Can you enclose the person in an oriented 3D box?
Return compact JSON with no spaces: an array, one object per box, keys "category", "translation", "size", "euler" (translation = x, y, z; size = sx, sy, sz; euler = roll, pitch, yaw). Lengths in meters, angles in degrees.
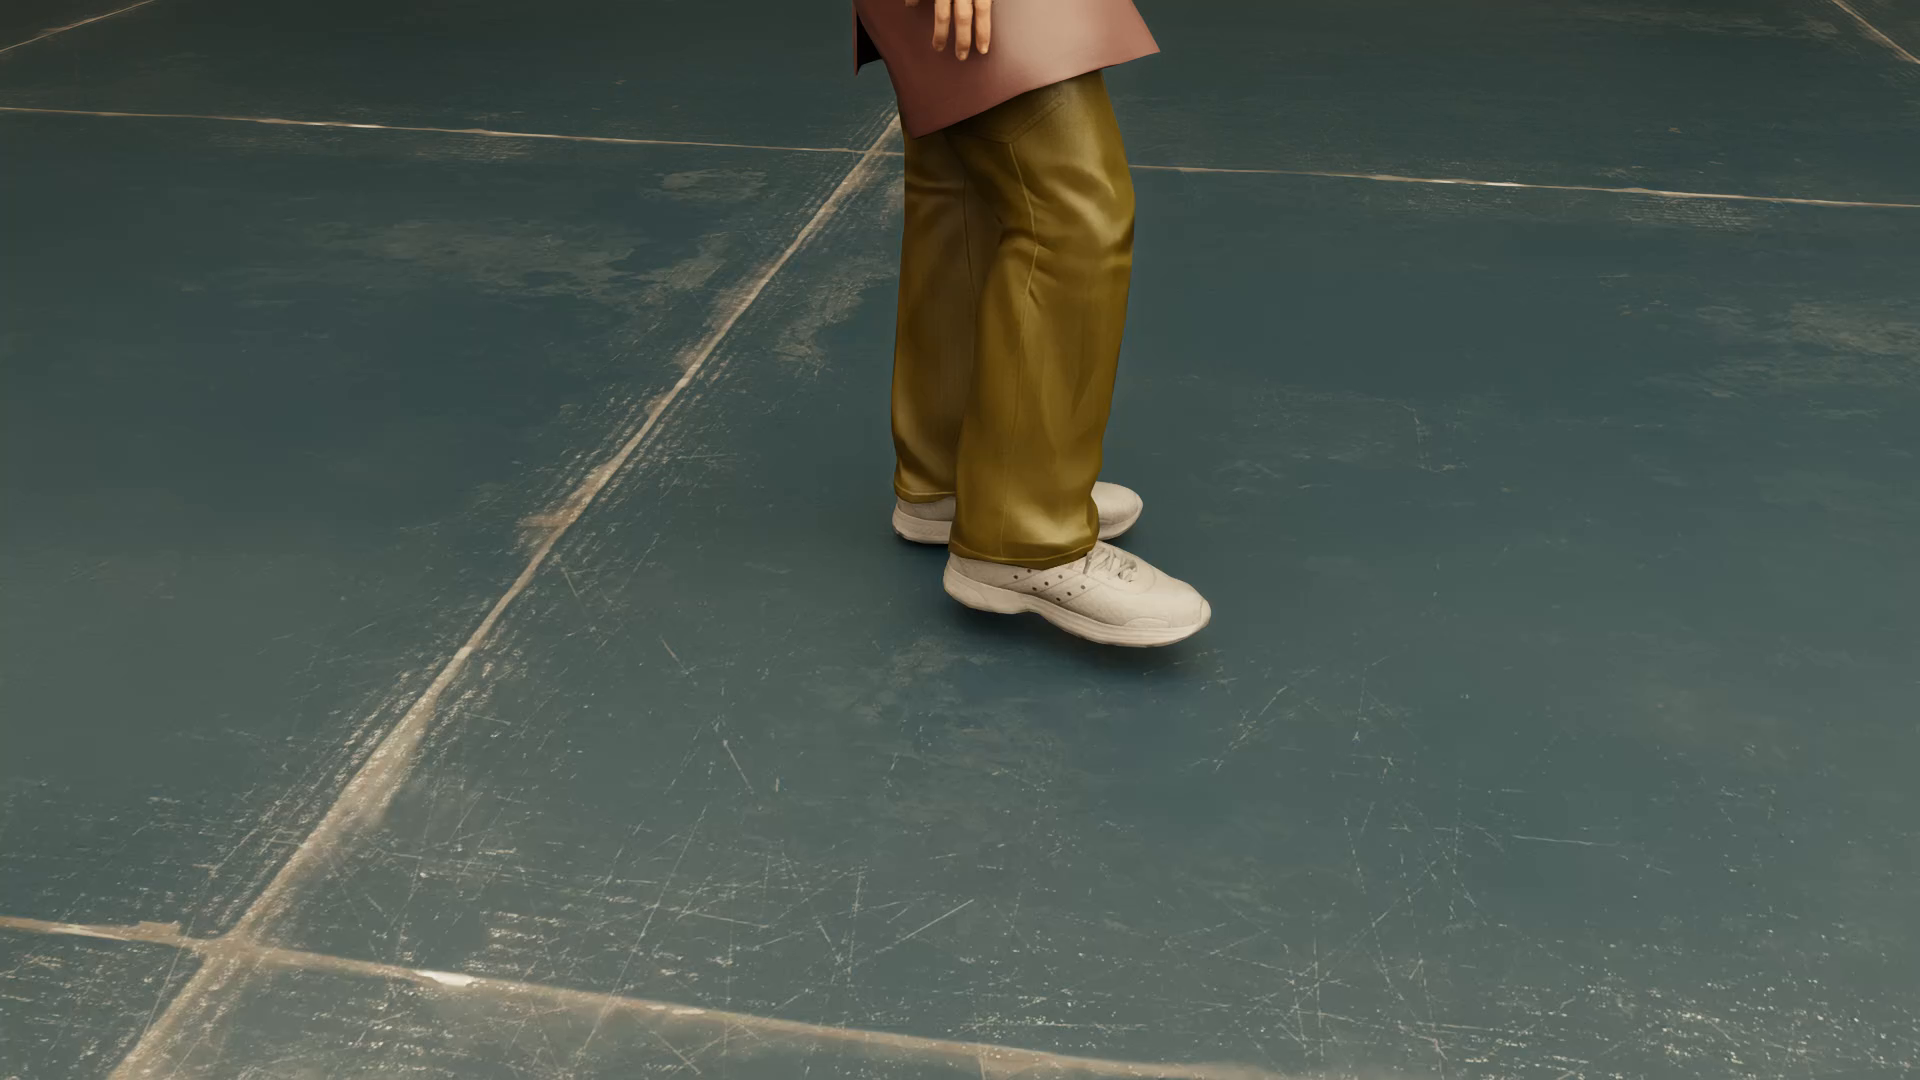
[{"category":"person","translation":[0.090,-0.775,2.047],"size":[0.581,1.777,0.698],"euler":[5,29,9]}]
